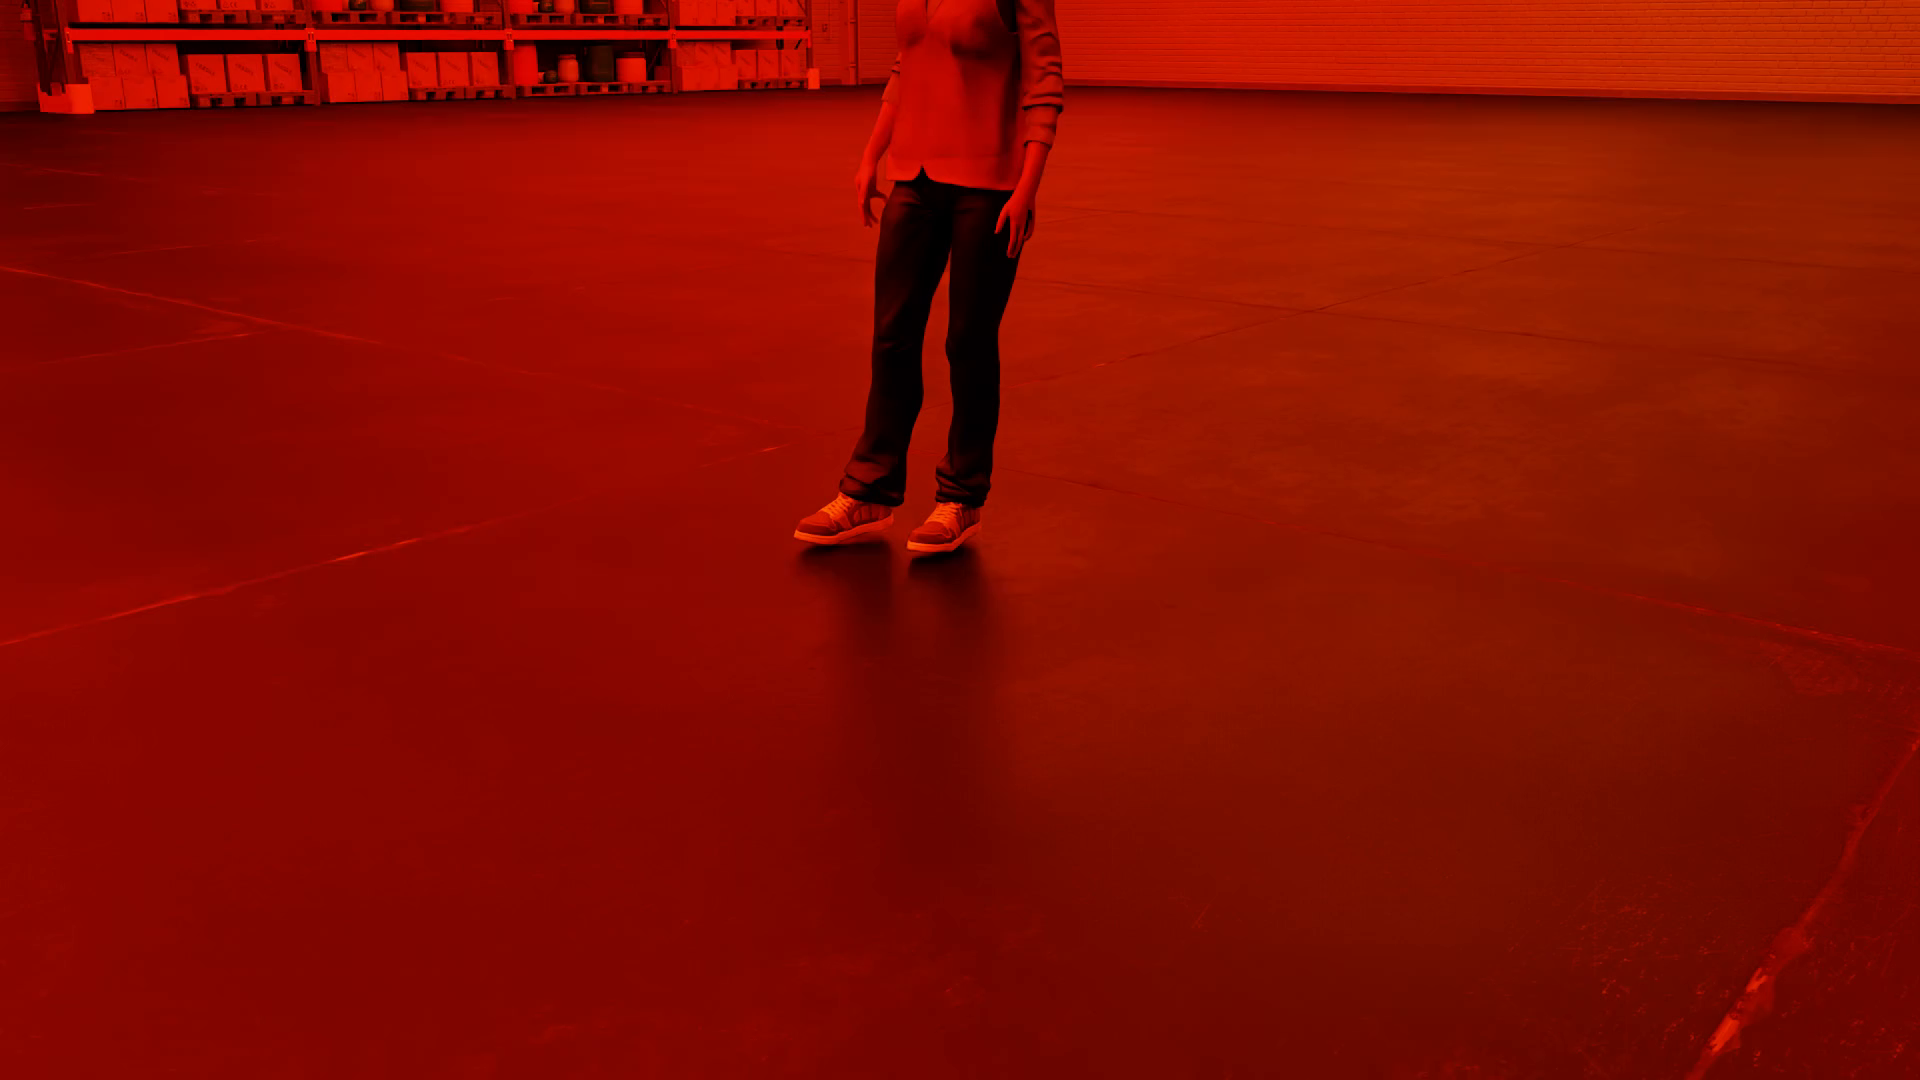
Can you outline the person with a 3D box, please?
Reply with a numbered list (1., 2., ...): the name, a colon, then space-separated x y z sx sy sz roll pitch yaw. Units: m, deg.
1. person: -0.058 -0.757 3.662 0.520 1.597 0.476 13 21 37
